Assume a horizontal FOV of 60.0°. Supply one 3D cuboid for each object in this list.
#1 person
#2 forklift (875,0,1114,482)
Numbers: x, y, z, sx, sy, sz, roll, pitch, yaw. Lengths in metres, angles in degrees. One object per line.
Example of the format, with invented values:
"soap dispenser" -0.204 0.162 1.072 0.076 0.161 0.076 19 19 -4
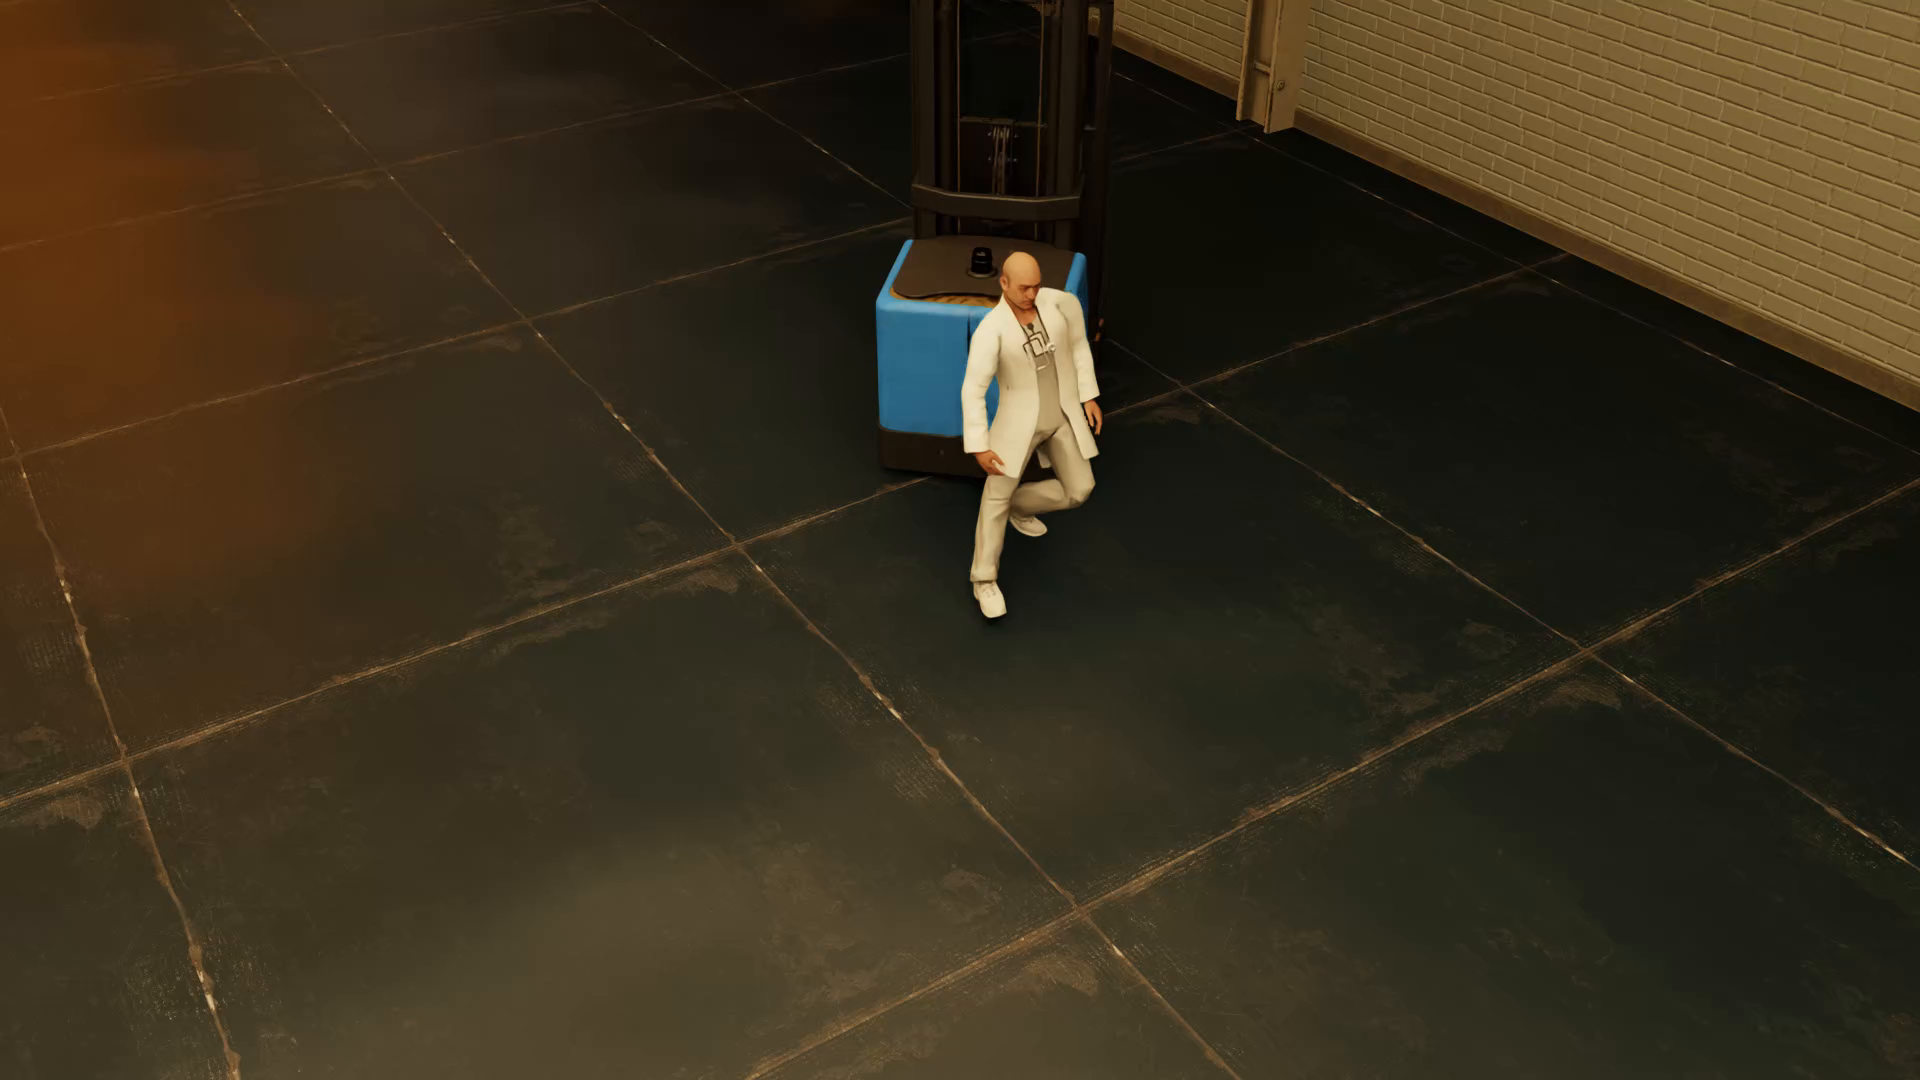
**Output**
"person" 0.367 -0.510 7.968 0.756 1.668 0.769 -11 37 -15
"forklift" 0.319 -2.343 9.482 1.130 2.935 3.031 6 36 9
